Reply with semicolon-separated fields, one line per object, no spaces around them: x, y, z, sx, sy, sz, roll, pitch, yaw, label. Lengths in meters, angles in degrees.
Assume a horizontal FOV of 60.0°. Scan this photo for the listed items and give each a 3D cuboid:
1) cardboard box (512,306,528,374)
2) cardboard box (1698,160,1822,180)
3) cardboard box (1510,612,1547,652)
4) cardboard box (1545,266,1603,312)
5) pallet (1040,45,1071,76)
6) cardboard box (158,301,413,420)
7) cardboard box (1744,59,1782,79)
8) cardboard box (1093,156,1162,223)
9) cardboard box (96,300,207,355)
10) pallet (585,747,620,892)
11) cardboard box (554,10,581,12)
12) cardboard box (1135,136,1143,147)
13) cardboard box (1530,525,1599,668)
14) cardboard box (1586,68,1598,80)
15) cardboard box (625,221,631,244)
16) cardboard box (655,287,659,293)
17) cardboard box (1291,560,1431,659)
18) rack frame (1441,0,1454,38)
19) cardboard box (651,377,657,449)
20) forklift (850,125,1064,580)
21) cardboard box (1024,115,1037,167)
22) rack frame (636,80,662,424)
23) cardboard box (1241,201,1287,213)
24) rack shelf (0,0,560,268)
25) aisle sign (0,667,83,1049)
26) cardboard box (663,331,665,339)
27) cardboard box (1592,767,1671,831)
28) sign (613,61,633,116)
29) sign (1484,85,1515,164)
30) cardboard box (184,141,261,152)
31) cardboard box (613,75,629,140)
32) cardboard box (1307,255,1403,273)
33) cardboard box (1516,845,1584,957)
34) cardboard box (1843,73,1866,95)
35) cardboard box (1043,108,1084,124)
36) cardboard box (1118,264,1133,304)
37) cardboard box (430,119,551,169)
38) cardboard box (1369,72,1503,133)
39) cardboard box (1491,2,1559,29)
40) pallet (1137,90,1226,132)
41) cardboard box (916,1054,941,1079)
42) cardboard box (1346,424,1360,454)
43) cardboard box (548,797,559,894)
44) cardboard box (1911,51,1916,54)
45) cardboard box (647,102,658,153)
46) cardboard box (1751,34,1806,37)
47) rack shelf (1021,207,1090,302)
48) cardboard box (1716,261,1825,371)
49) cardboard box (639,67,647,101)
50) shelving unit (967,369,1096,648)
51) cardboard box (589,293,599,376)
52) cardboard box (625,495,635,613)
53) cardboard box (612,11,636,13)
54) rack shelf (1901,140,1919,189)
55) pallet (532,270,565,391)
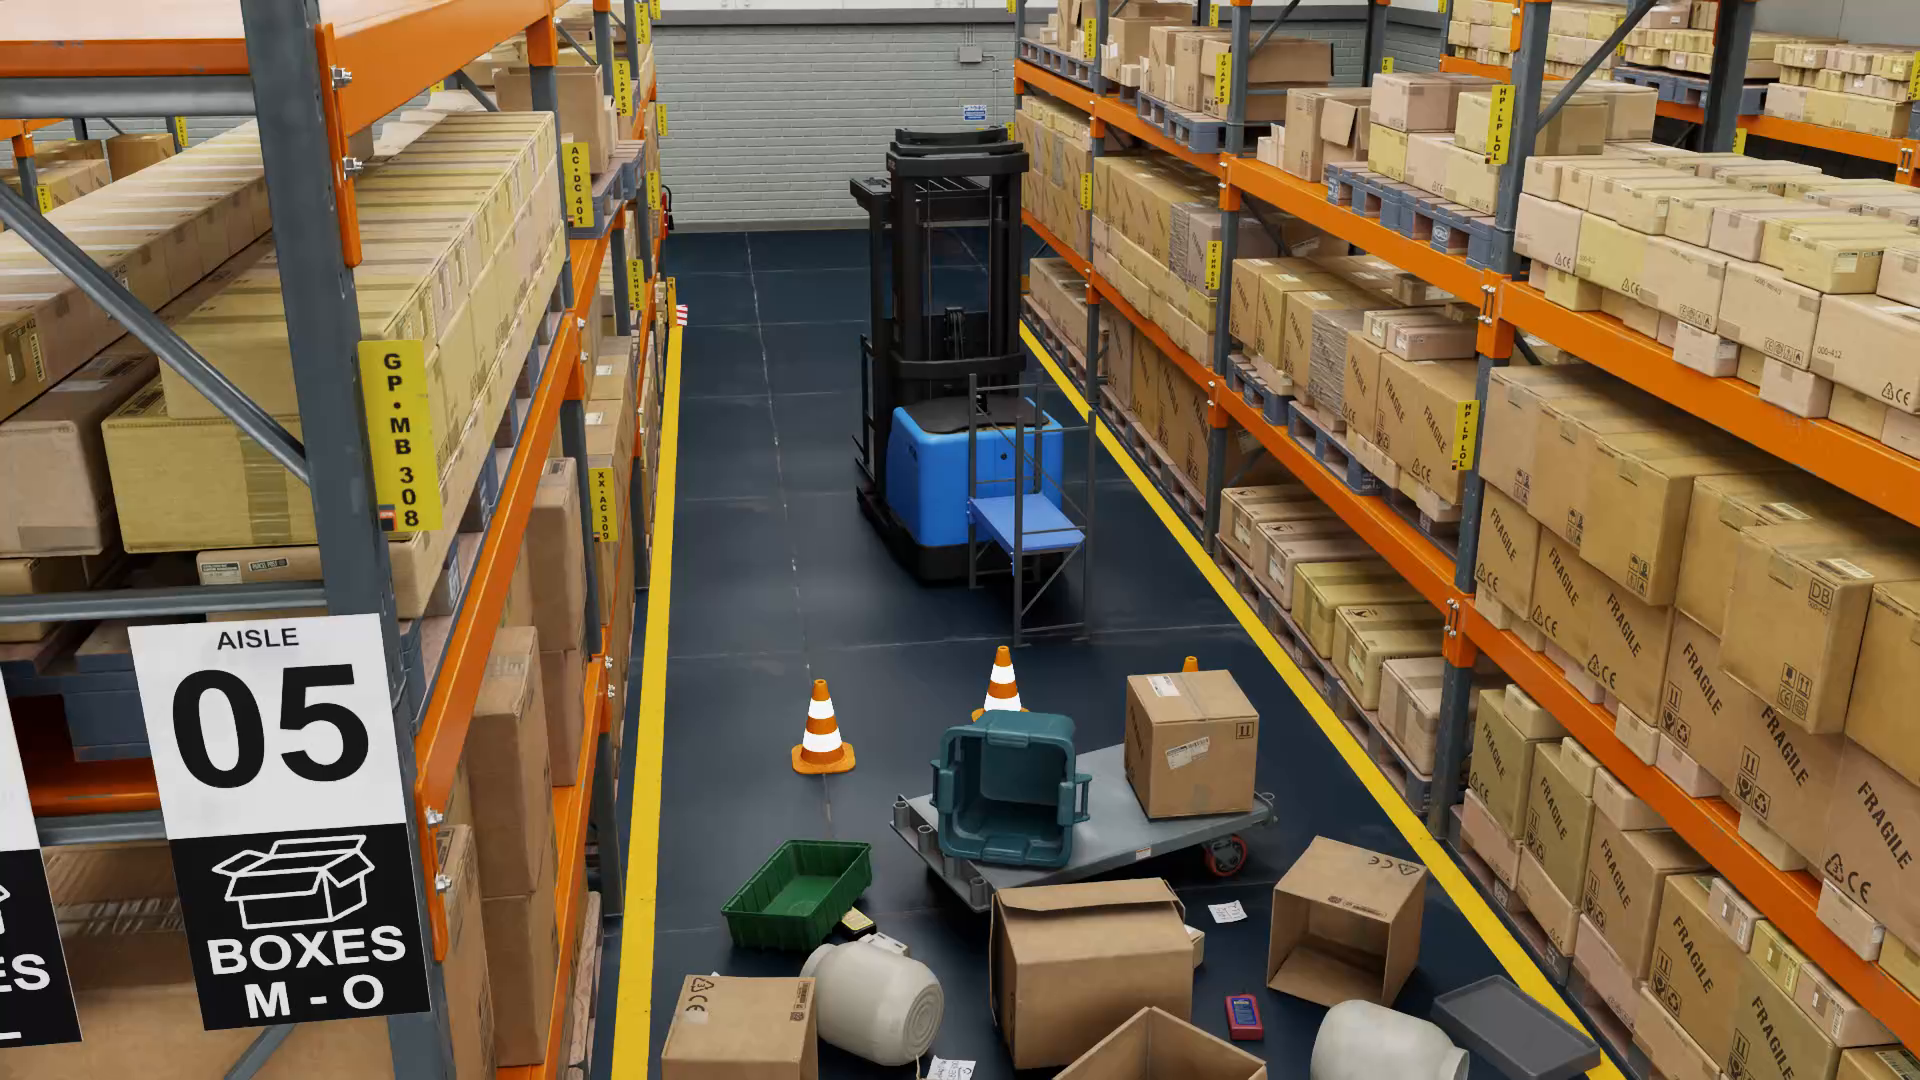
-1.454;-0.568;4.779;0.380;0.149;0.250;-3;21;-8;cardboard box
3.215;-1.436;6.707;0.380;0.149;0.250;-3;21;-9;cardboard box
2.656;0.368;7.303;0.380;0.149;0.250;-2;21;-6;cardboard box
2.622;-1.034;6.768;0.380;0.149;0.250;-3;21;-8;cardboard box
1.407;-4.799;16.617;1.003;0.211;1.213;-3;21;-8;pallet
-1.200;-0.327;2.993;0.380;0.149;0.250;-3;21;-7;cardboard box
6.495;-3.858;13.588;0.380;0.149;0.250;-2;21;-7;cardboard box
1.466;-3.078;14.599;0.500;0.500;0.500;-3;21;-7;cardboard box
-1.885;-0.337;3.590;0.500;0.250;0.500;-3;21;-8;cardboard box
-2.229;1.368;8.253;1.003;0.211;1.213;-3;21;-8;pallet
-3.846;-5.011;15.990;0.380;0.149;0.250;-2;21;-6;cardboard box
1.845;-3.759;15.495;0.380;0.149;0.250;-3;21;-7;cardboard box
2.723;0.193;6.845;0.500;0.500;0.500;-3;21;-8;cardboard box
6.222;-4.464;15.952;0.380;0.149;0.250;-3;21;-8;cardboard box
-2.871;-2.491;13.508;0.380;0.149;0.250;-4;21;-9;cardboard box
-3.329;-2.534;17.336;0.380;0.149;0.250;-4;21;-10;cardboard box
2.553;0.403;10.004;0.950;0.372;0.625;-2;21;-6;cardboard box
6.022;-7.177;18.570;1.000;3.000;0.127;-3;21;-8;rack frame
-2.767;-1.050;13.712;0.500;0.500;0.500;-3;21;-9;cardboard box
-0.170;-1.585;12.271;1.130;2.935;3.031;-6;21;-15;forklift
0.979;-4.271;17.792;0.500;0.500;0.500;-3;21;-9;cardboard box
-3.197;-2.445;14.476;1.000;3.000;0.127;-3;21;-8;rack frame
2.353;-2.215;12.286;0.500;0.500;0.500;-3;21;-8;cardboard box
-1.755;-1.269;4.352;1.077;0.370;4.000;-3;21;-8;rack shelf
-1.754;0.531;2.791;0.394;0.787;0.004;-3;21;-8;aisle sign
-3.254;-2.170;17.213;0.380;0.149;0.250;-4;21;-10;cardboard box
2.734;1.011;6.552;0.380;0.149;0.250;-2;21;-5;cardboard box
-2.070;-2.770;10.206;0.100;0.325;0.005;-3;21;-8;sign
2.291;-1.763;7.060;0.100;0.325;0.005;-3;21;-8;sign
-2.217;-1.173;5.259;0.380;0.149;0.250;-3;21;-9;cardboard box
-2.518;-2.896;11.253;0.500;0.500;0.500;-3;21;-8;cardboard box
2.604;-1.584;11.003;0.500;0.500;0.500;-4;21;-9;cardboard box
2.746;1.534;7.153;0.500;0.250;0.500;-2;21;-5;cardboard box
6.855;-3.412;12.422;0.380;0.149;0.250;-2;21;-7;cardboard box
1.060;-4.347;17.069;0.380;0.149;0.250;-3;21;-7;cardboard box
1.623;-2.137;13.864;0.500;0.250;0.500;-3;21;-8;cardboard box
-1.639;-1.382;5.818;0.380;0.149;0.250;-3;21;-8;cardboard box
2.462;-2.272;8.625;0.500;0.250;0.500;-3;21;-7;cardboard box
5.978;-5.558;17.599;0.500;0.250;0.500;-3;21;-9;cardboard box
1.954;-3.269;12.664;1.003;0.211;1.213;-2;21;-5;pallet
0.027;2.108;6.194;0.396;0.266;0.258;1;20;2;cardboard box
2.360;-0.557;9.180;0.380;0.149;0.250;-3;21;-8;cardboard box
-1.740;0.942;5.192;0.875;0.550;0.500;-3;21;-8;cardboard box
7.351;-3.573;12.429;0.380;0.149;0.250;-3;21;-8;cardboard box
-3.461;-4.339;17.549;0.500;0.500;0.500;-3;21;-9;cardboard box
6.901;-4.197;14.070;0.380;0.149;0.250;-4;21;-9;cardboard box
1.399;-3.085;17.218;1.077;0.370;4.000;-3;21;-8;rack shelf
2.850;-0.741;5.416;0.500;0.250;0.500;-3;21;-7;cardboard box
-3.002;-3.954;14.442;0.500;0.250;0.500;-2;21;-5;cardboard box
0.440;-0.226;10.677;0.538;1.500;1.048;-6;21;-15;shelving unit
-2.491;-1.245;9.689;0.700;0.500;0.500;-3;21;-9;cardboard box
-2.622;0.012;10.511;1.050;0.750;0.750;-3;21;-8;cardboard box
-3.235;-4.952;15.830;0.380;0.149;0.250;-3;21;-9;cardboard box
7.463;-1.972;9.951;1.077;0.370;4.000;-3;21;-8;rack shelf
-1.936;-0.755;5.791;1.003;0.211;1.213;-3;21;-8;pallet
